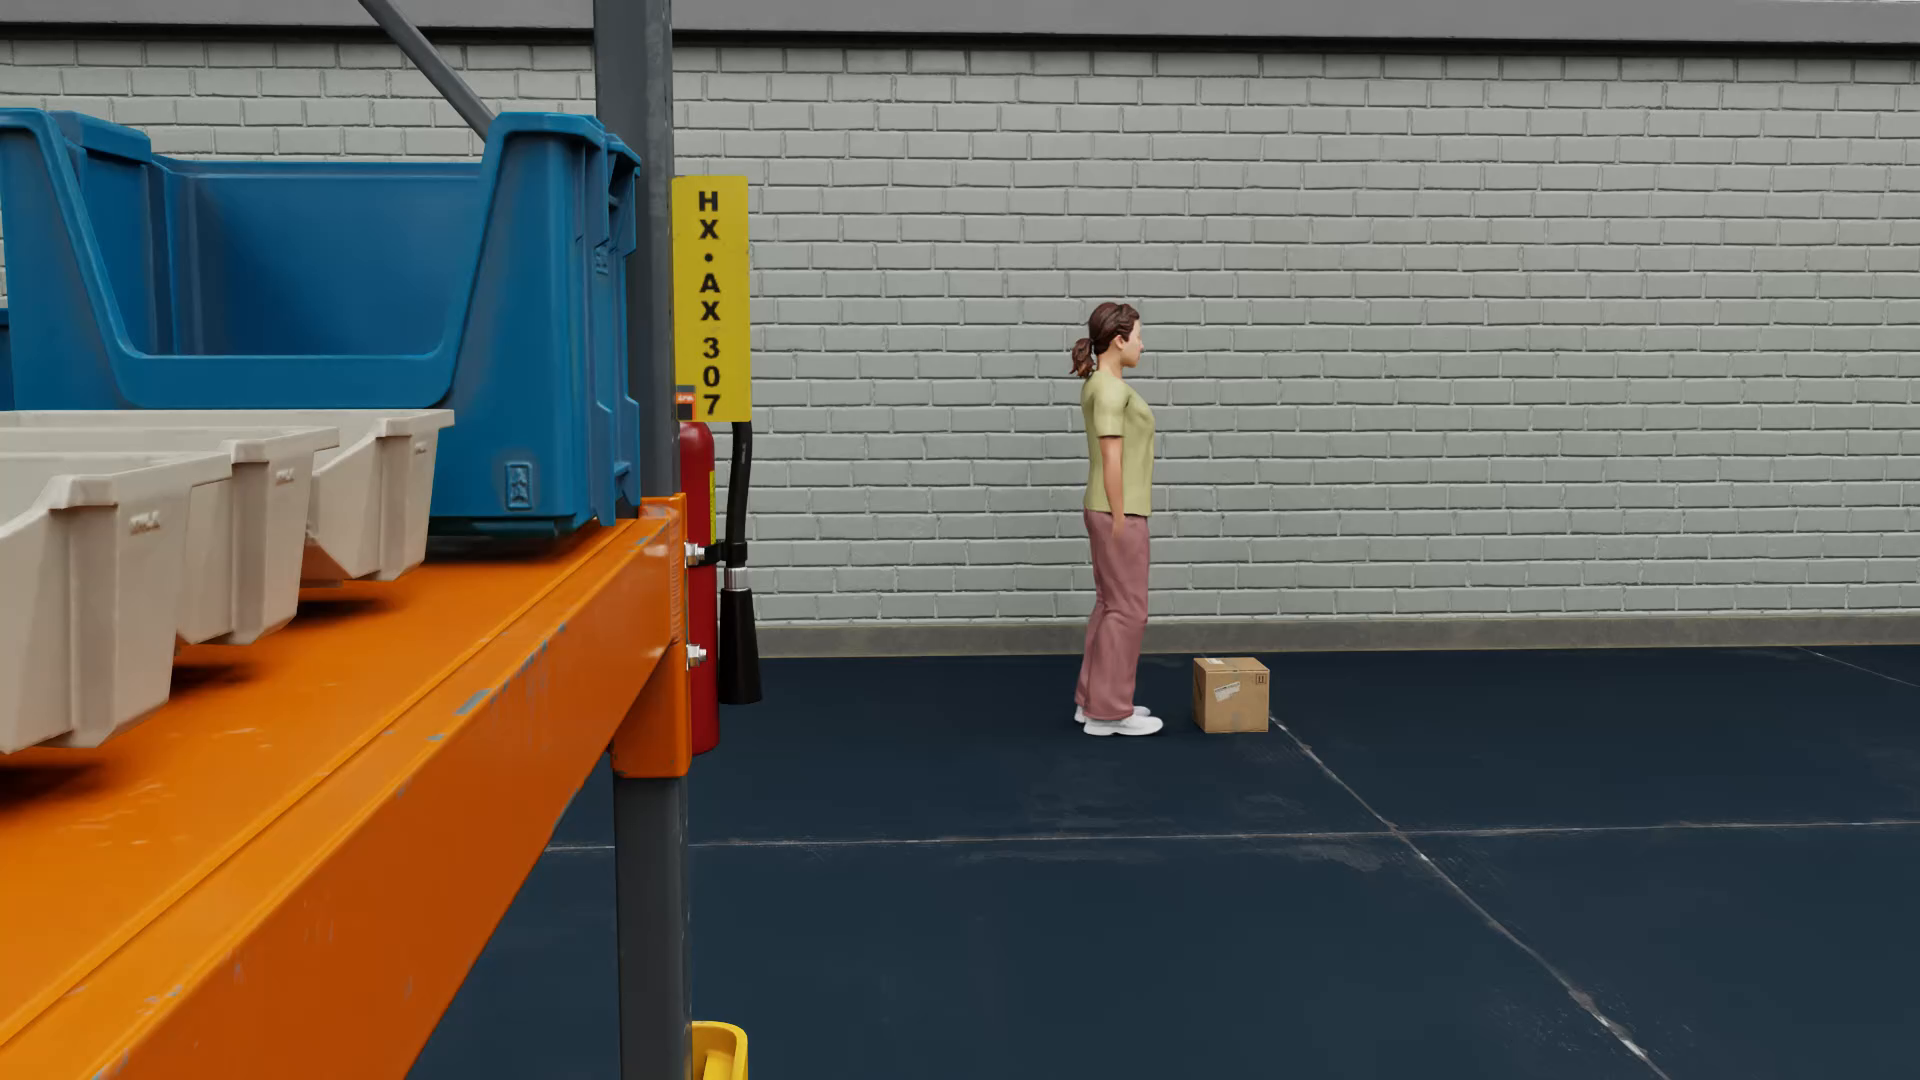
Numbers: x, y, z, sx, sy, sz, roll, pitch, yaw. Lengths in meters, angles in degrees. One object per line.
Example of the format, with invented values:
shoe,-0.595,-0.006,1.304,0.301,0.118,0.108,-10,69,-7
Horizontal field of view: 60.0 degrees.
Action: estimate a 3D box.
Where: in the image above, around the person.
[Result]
person,0.600,-0.086,6.493,0.367,1.670,0.441,0,7,-3
